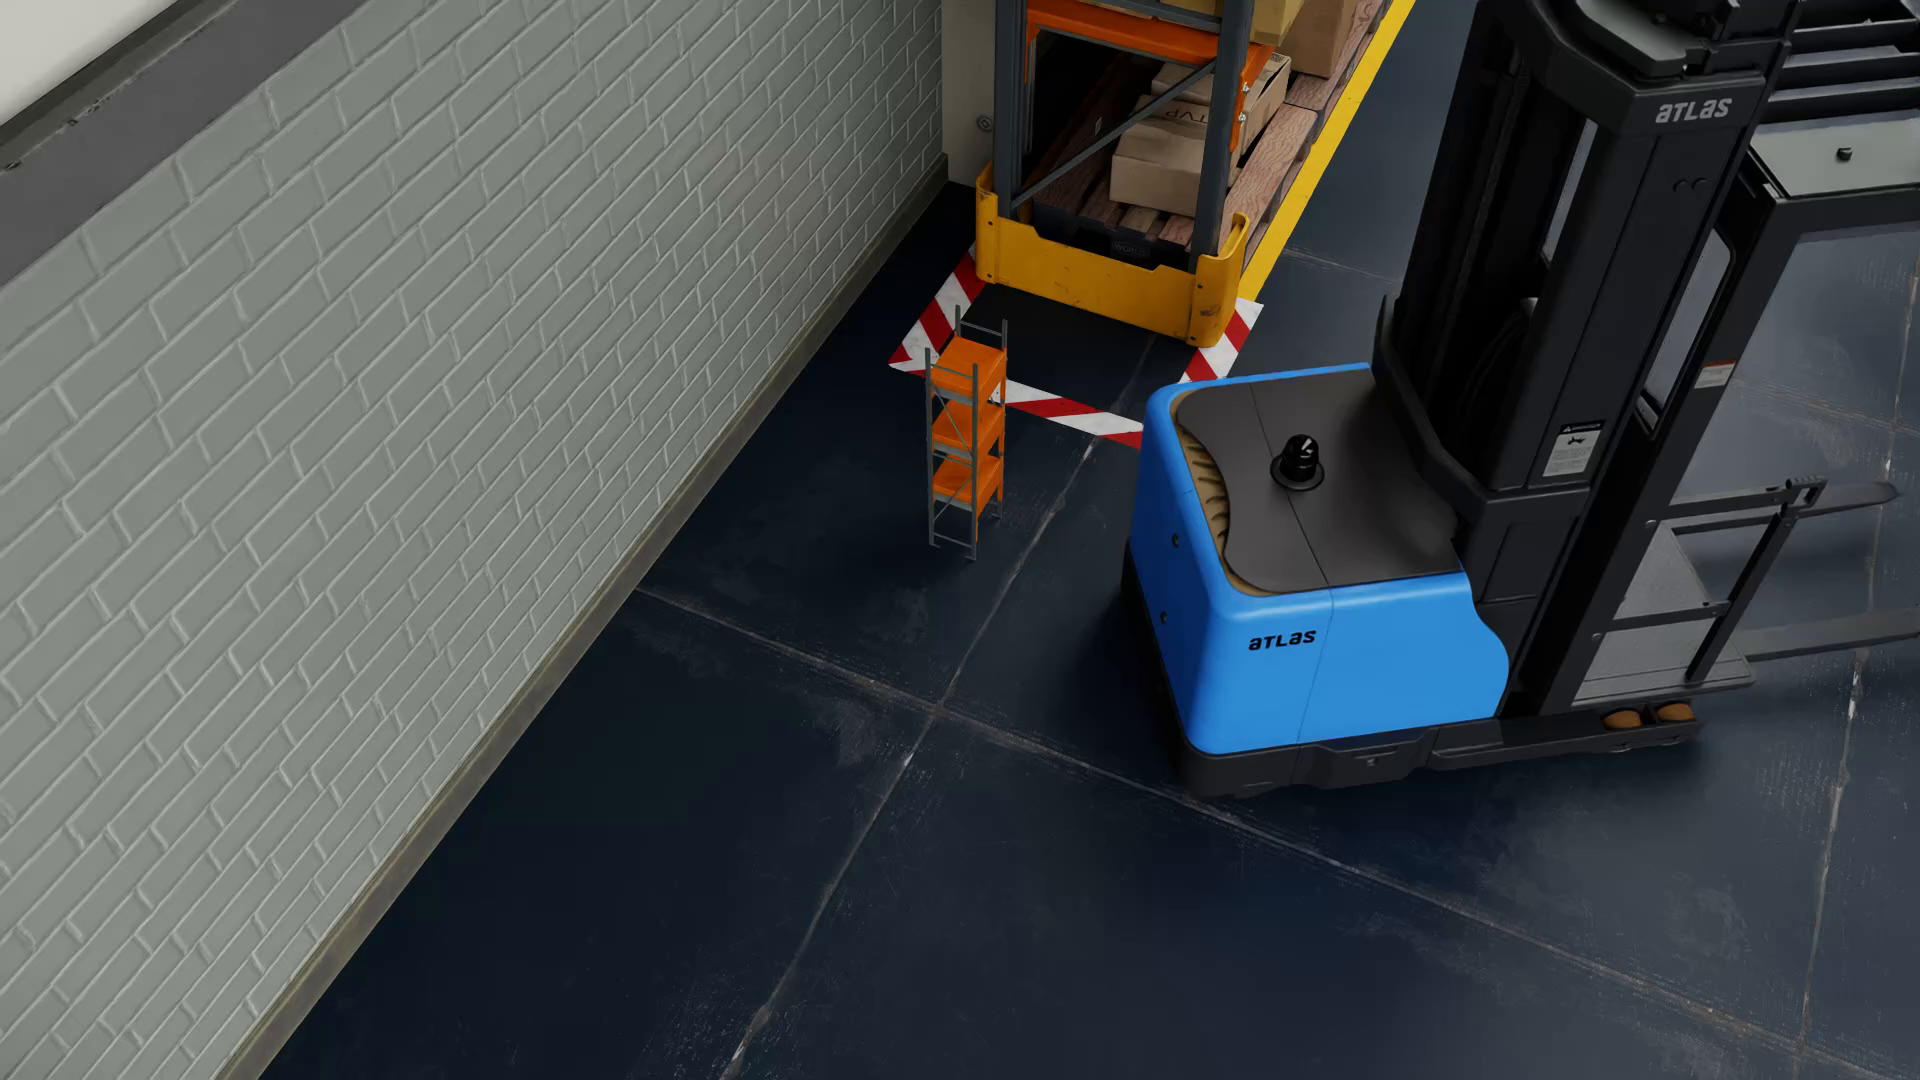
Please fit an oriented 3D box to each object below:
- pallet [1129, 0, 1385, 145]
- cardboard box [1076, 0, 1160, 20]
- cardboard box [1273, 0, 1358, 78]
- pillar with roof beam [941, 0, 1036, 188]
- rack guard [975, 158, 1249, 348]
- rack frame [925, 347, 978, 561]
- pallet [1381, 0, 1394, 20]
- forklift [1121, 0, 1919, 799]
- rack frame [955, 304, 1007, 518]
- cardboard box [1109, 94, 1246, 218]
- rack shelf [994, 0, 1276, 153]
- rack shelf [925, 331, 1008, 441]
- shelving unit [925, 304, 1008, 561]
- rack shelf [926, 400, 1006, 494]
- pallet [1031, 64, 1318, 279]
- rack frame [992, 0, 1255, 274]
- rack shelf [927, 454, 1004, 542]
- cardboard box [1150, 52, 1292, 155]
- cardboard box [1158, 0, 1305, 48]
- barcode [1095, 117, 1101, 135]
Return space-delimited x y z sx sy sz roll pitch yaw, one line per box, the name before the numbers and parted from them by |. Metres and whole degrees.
pallet | 1.551 -2.585 8.626 1.003 0.211 1.213 20 52 16
cardboard box | 0.641 -2.394 6.718 0.500 0.250 0.500 20 53 17
cardboard box | 1.596 -2.712 8.256 0.700 0.500 0.500 17 52 14
pillar with roof beam | 4.026 -3.358 3.514 9.100 9.000 0.400 20 52 16
rack guard | 0.649 -1.293 7.337 1.175 0.500 0.348 20 52 16
rack frame | -0.029 -0.293 6.125 0.200 1.050 0.008 20 52 16
pallet | 2.070 -3.428 9.343 1.003 0.211 1.213 20 52 16
forklift | 2.175 -0.587 5.140 3.031 2.935 1.130 -7 50 -6
rack frame | 0.075 -0.461 6.268 0.200 1.050 0.008 20 52 16
cardboard box | 0.994 -1.770 7.578 0.500 0.311 0.500 14 51 12
rack shelf | 1.471 -3.195 7.787 1.077 0.370 4.000 20 52 16
rack shelf | 0.023 -0.554 5.989 0.215 0.259 0.240 20 52 16
shelving unit | 0.023 -0.377 6.197 0.215 1.050 0.252 20 52 16
rack shelf | 0.023 -0.370 6.205 0.215 0.259 0.240 20 52 16
pallet | 1.028 -1.748 7.914 1.003 0.211 1.213 20 52 16
rack frame | 0.617 -2.051 6.341 1.000 3.000 0.127 20 52 16
rack shelf | 0.023 -0.190 6.416 0.215 0.259 0.240 20 52 16
cardboard box | 1.237 -2.162 7.912 0.500 0.311 0.500 24 54 19
cardboard box | 1.112 -2.242 6.588 0.500 0.250 0.500 18 52 15
barcode | 0.640 -1.915 7.696 0.001 0.075 0.075 20 52 16
